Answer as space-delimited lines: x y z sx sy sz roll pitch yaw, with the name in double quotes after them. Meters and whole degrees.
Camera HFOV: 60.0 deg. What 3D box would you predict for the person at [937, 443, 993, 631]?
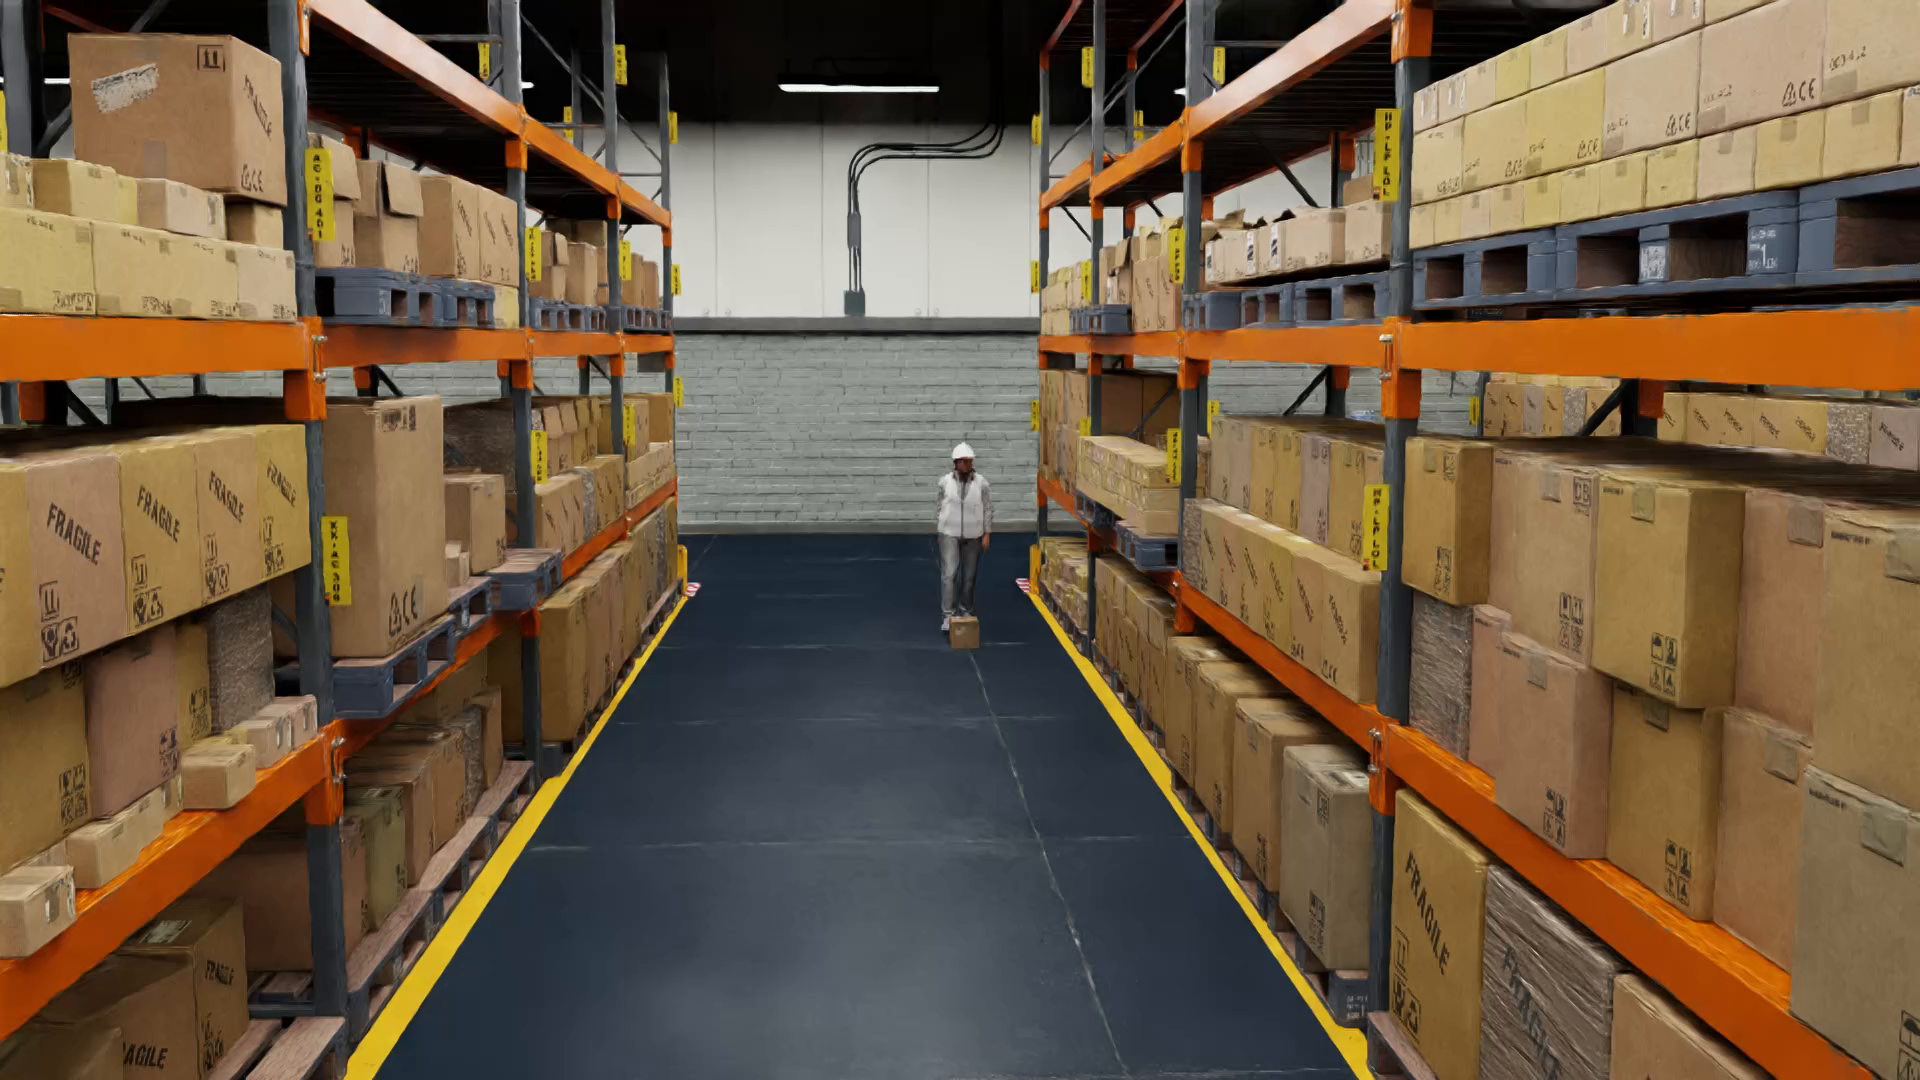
0.054 -0.051 15.965 0.537 1.757 0.727 -1 7 -5 "person"
